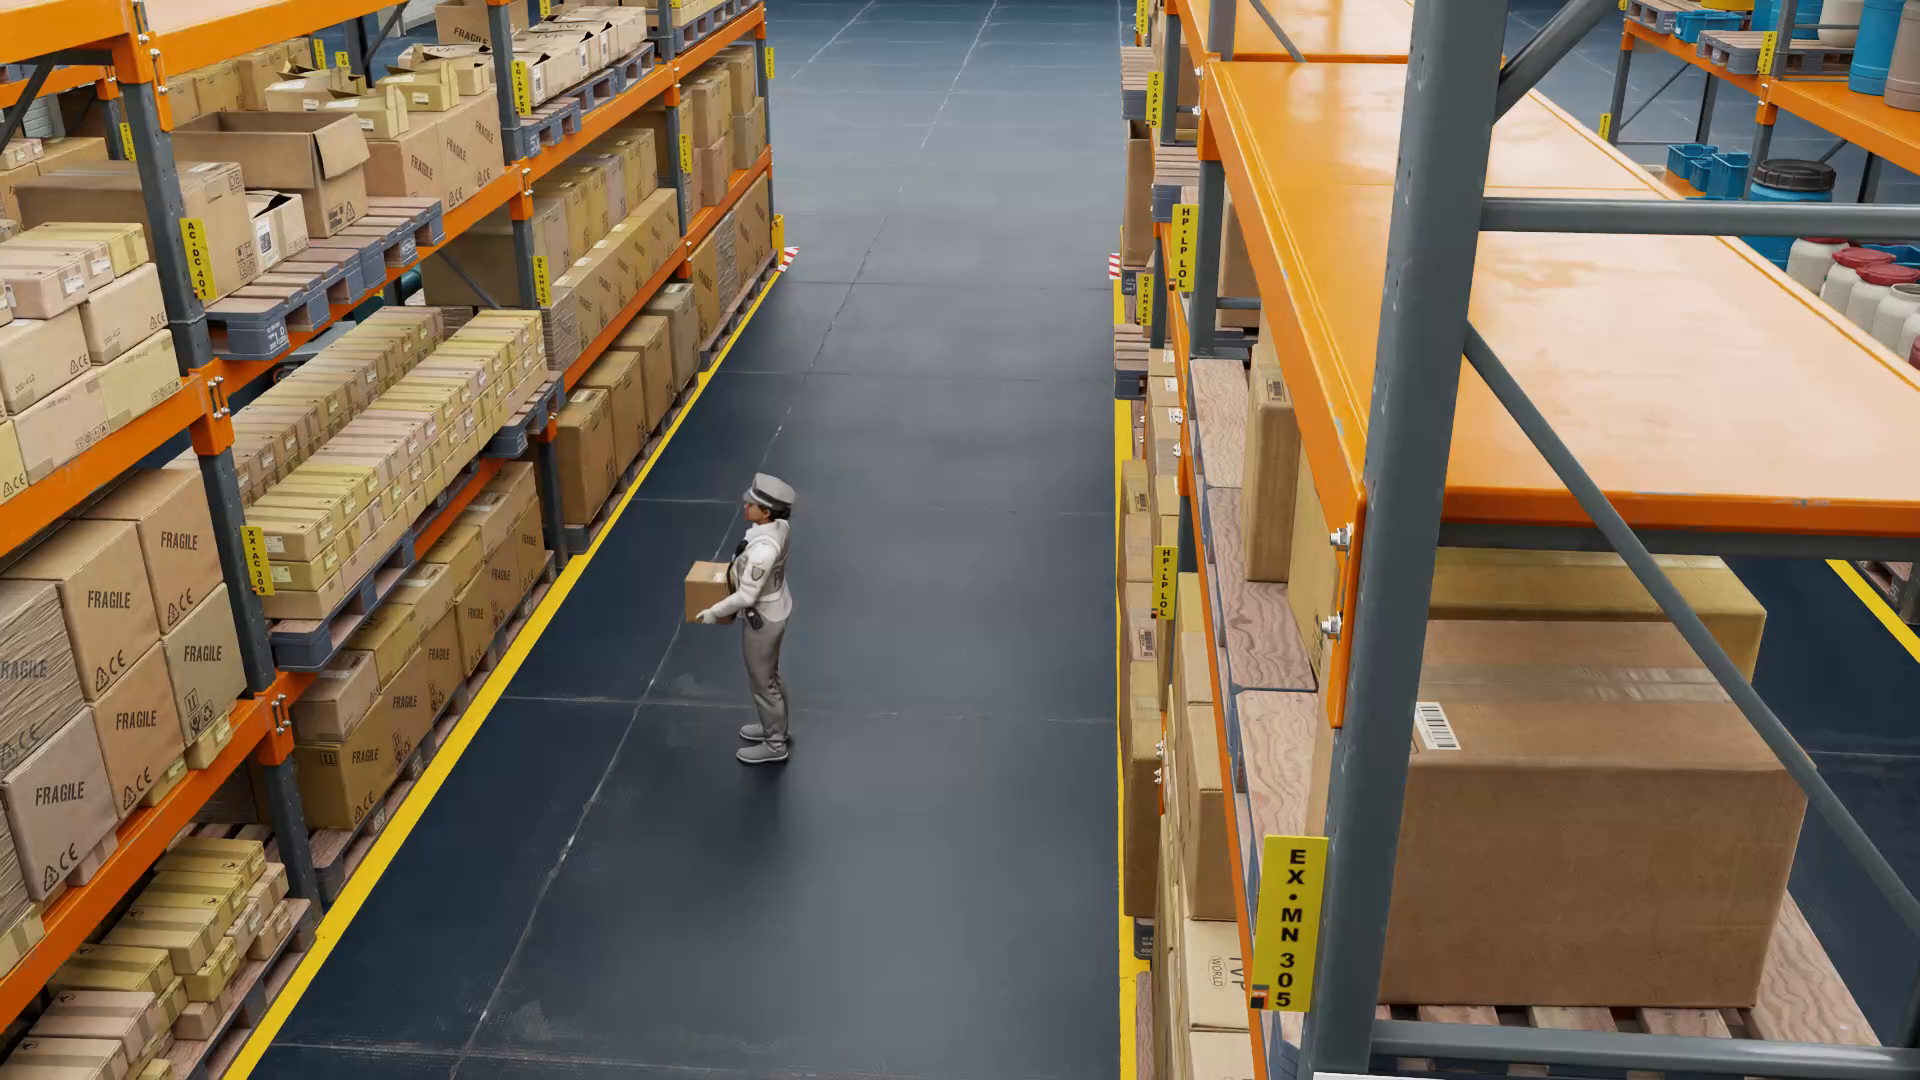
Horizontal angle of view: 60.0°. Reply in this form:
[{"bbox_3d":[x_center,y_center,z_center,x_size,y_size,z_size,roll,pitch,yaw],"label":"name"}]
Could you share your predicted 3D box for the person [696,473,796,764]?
[{"bbox_3d":[-1.135,0.425,9.023,0.552,1.697,0.468,1,25,2],"label":"person"}]
